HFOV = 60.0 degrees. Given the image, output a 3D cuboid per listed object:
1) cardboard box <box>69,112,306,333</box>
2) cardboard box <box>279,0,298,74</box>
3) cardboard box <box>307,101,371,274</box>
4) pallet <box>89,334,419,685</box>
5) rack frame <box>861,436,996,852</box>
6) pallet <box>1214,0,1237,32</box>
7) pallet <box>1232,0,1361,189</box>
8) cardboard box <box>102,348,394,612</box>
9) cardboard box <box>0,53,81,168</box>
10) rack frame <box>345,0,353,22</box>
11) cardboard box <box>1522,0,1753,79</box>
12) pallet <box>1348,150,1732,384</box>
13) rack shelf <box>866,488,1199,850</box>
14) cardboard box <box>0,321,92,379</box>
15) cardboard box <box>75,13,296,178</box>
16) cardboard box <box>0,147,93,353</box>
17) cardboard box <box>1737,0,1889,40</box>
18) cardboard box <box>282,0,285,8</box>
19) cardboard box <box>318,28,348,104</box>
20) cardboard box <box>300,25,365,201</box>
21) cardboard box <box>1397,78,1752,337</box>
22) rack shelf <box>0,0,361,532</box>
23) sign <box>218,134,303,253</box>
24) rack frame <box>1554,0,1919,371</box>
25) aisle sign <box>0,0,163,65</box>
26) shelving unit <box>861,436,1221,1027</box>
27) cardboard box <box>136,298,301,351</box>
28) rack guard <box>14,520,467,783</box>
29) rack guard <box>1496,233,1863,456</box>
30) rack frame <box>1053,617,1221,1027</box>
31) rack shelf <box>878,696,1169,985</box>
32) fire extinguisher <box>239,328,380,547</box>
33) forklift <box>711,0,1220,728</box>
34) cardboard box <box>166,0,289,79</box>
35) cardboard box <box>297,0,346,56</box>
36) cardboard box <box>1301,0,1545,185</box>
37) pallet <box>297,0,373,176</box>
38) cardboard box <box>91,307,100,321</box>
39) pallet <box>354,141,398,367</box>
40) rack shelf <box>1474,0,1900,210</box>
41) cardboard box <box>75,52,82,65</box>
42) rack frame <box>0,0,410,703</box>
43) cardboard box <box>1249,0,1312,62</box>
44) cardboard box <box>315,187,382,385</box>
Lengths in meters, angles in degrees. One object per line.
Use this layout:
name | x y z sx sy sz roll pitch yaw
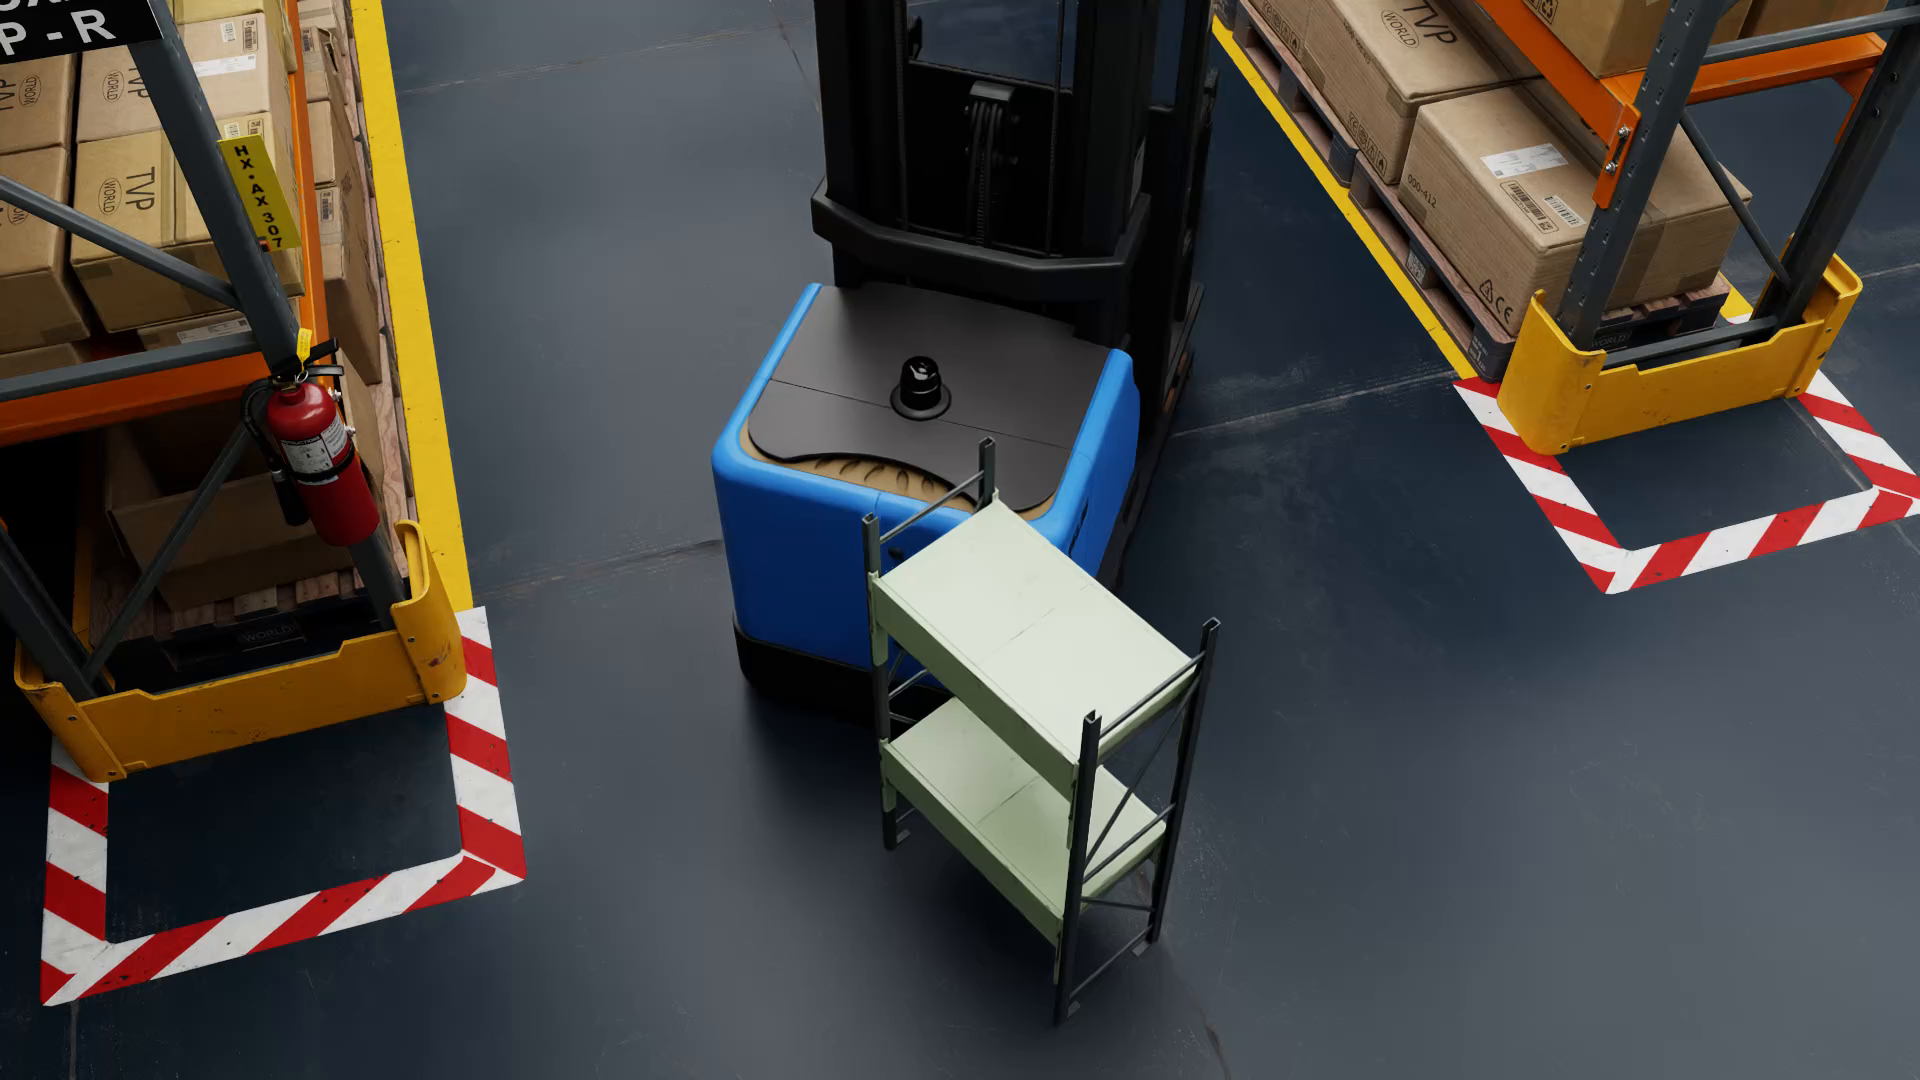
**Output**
cardboard box | -2.038 -0.848 4.406 0.500 0.250 0.500 -13 51 -11
cardboard box | -2.329 -1.581 5.285 0.380 0.149 0.250 -15 51 -12
cardboard box | -2.528 -1.247 6.200 0.500 0.500 0.500 -12 51 -10
pallet | -2.420 -0.146 5.736 1.003 0.211 1.213 -13 51 -11
rack frame | -0.071 0.340 4.482 0.400 1.500 0.023 -34 58 -25
pallet | 1.547 -2.982 8.126 1.003 0.211 1.213 -13 51 -11
pallet | 1.911 -2.090 7.374 1.003 0.211 1.213 -13 51 -11
cardboard box | -2.251 -0.207 5.320 0.797 0.503 0.637 -15 52 -12
cardboard box | -2.702 -1.108 4.626 0.500 0.250 0.500 -13 51 -11
rack frame | -3.344 -3.329 6.595 1.000 3.000 0.127 -13 51 -11
cardboard box | 2.184 -1.857 5.289 0.500 0.500 0.500 -13 51 -11
pallet | 2.269 -1.200 6.624 1.003 0.211 1.213 -13 51 -11
rack shelf | 0.172 0.298 4.007 0.431 0.370 0.720 -34 58 -25
cardboard box | -2.515 -0.508 4.381 0.380 0.149 0.250 -14 51 -11
cardboard box | -2.187 -1.216 4.717 0.500 0.250 0.500 -13 51 -11
cardboard box | -2.550 -0.731 4.308 0.500 0.250 0.500 -12 51 -10
cardboard box | 2.712 -1.980 5.392 0.500 0.500 0.500 -14 51 -11
cardboard box | -2.427 -1.769 5.443 0.380 0.149 0.250 -12 51 -10
cardboard box | -2.793 -1.982 6.973 0.396 0.266 0.258 -12 51 -10
cardboard box | -2.774 -1.597 6.495 0.700 0.500 0.500 -15 52 -12
cardboard box | 2.289 -1.302 6.287 0.875 0.438 0.875 -15 51 -12
rack shelf | -2.752 -1.637 5.638 1.077 0.370 4.000 -13 51 -11
sign | -1.643 -0.810 3.904 0.100 0.325 0.005 -13 51 -11
rack frame | 2.580 -1.533 5.080 1.000 3.000 0.127 -13 51 -11
aisle sign | -1.860 -1.262 3.152 0.394 0.787 0.004 -13 51 -11
shelving unit | 0.172 0.550 4.306 0.431 1.500 0.755 -34 58 -25
cardboard box | -1.996 -0.629 4.483 0.380 0.149 0.250 -14 51 -11
rack guard | -2.183 0.342 5.134 1.175 0.500 0.348 -13 51 -11
rack guard | 2.587 -0.709 6.021 1.175 0.500 0.348 -13 51 -11
rack frame | 0.414 0.759 4.129 0.400 1.500 0.023 -34 58 -25
rack shelf | 0.172 0.760 4.555 0.431 0.370 0.720 -34 58 -25
fire extinguisher | -1.676 -0.260 4.301 0.296 0.674 0.183 -13 51 -11
forklift | 0.236 -1.436 5.043 1.130 2.935 3.031 14 51 11
cardboard box | -2.340 -1.585 5.028 0.500 0.250 0.500 -14 51 -12
cardboard box | -2.898 -2.205 7.237 0.380 0.149 0.250 -15 51 -12
cardboard box | 2.010 -1.968 6.848 0.875 0.438 0.875 -12 51 -10
pallet | -3.142 -1.929 7.238 1.003 0.211 1.213 -13 51 -11
cardboard box | -2.532 -0.707 4.549 0.380 0.149 0.250 -12 51 -10
pallet | -2.777 -1.036 6.485 1.003 0.211 1.213 -13 51 -11
rack shelf | 1.988 -2.762 6.587 1.077 0.370 4.000 -13 51 -11
cardboard box | -2.844 -1.471 4.932 0.500 0.250 0.500 -12 51 -10
rack frame | -2.161 -0.408 4.132 1.000 3.000 0.127 -13 51 -11
cardboard box | 1.745 -2.627 7.404 0.875 0.438 0.875 -15 51 -12
cardboard box | -2.467 -0.839 5.855 0.700 0.500 0.500 -11 51 -9
